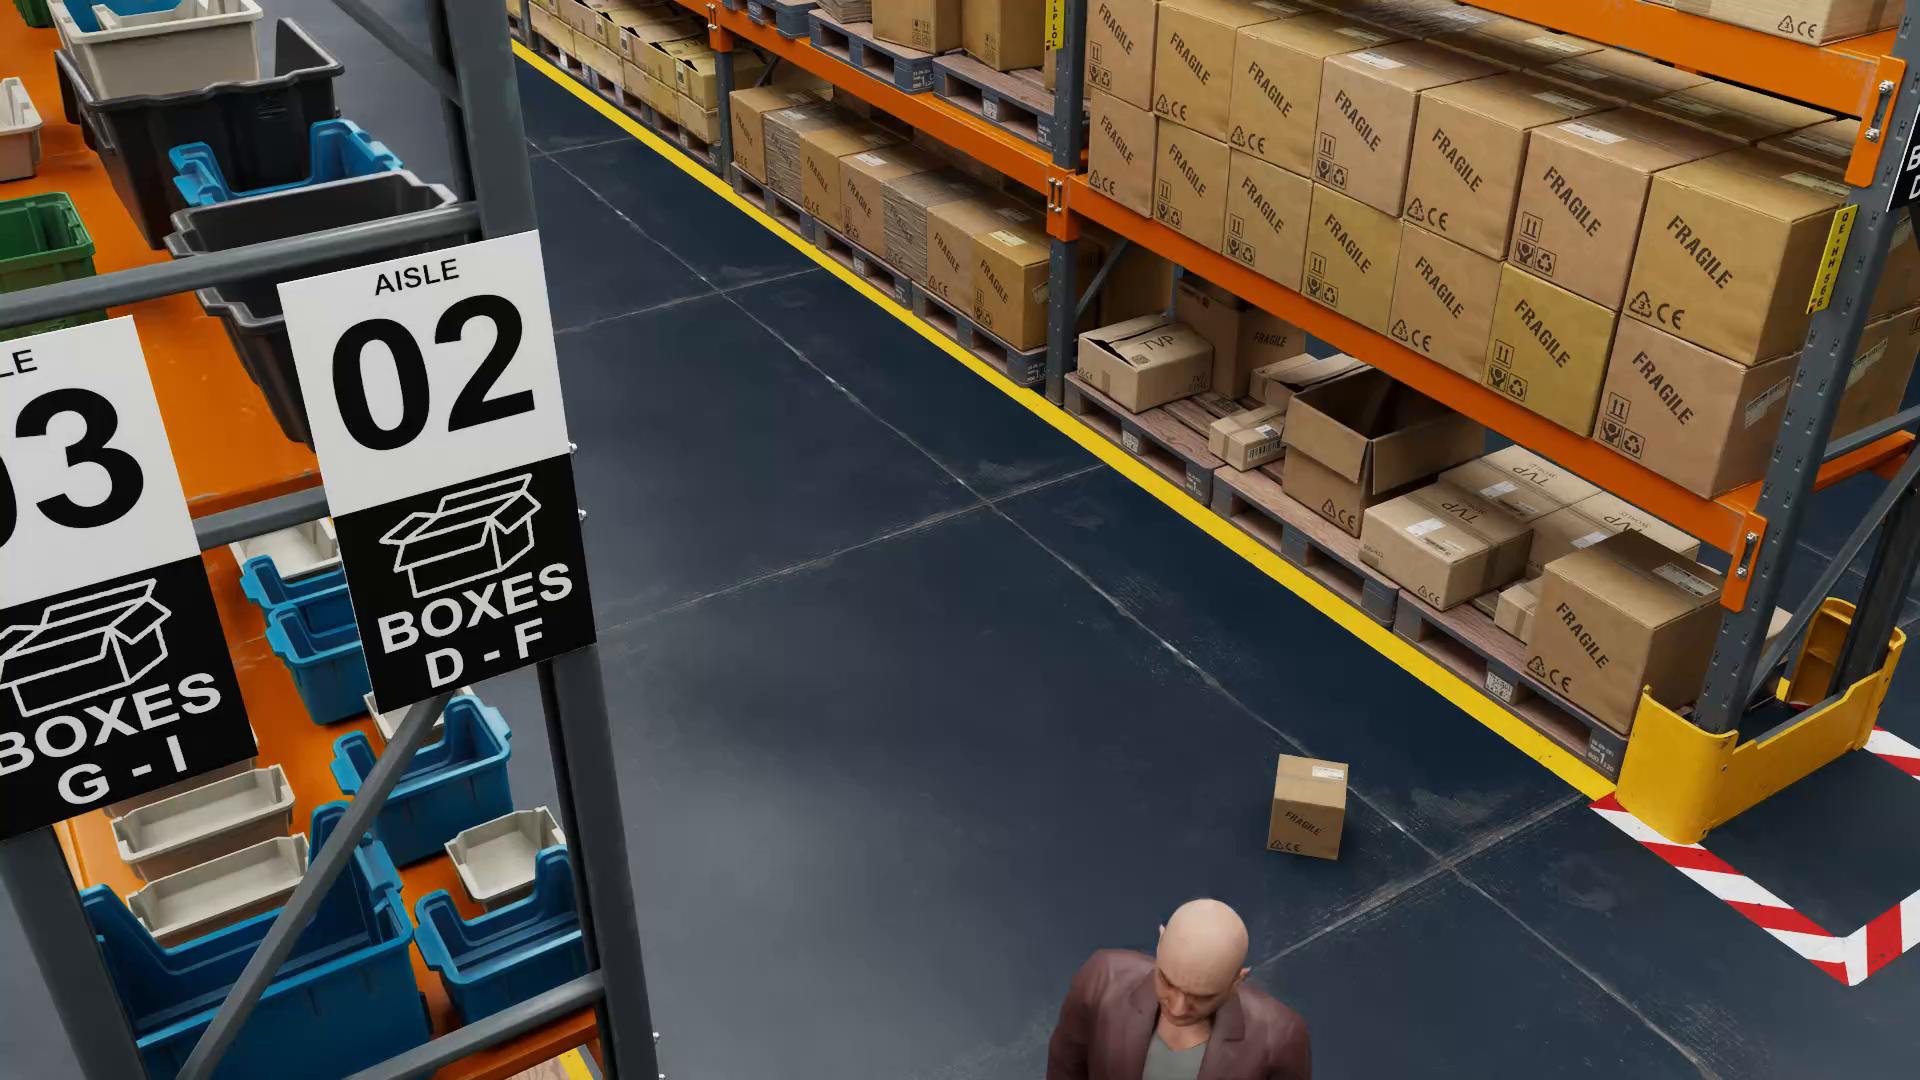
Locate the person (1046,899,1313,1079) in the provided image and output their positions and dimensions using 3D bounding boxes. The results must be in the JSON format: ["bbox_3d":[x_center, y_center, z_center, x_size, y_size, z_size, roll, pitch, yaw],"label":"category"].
[{"bbox_3d":[0.485,1.453,3.798,0.632,1.769,0.620,11,34,17],"label":"person"}]
